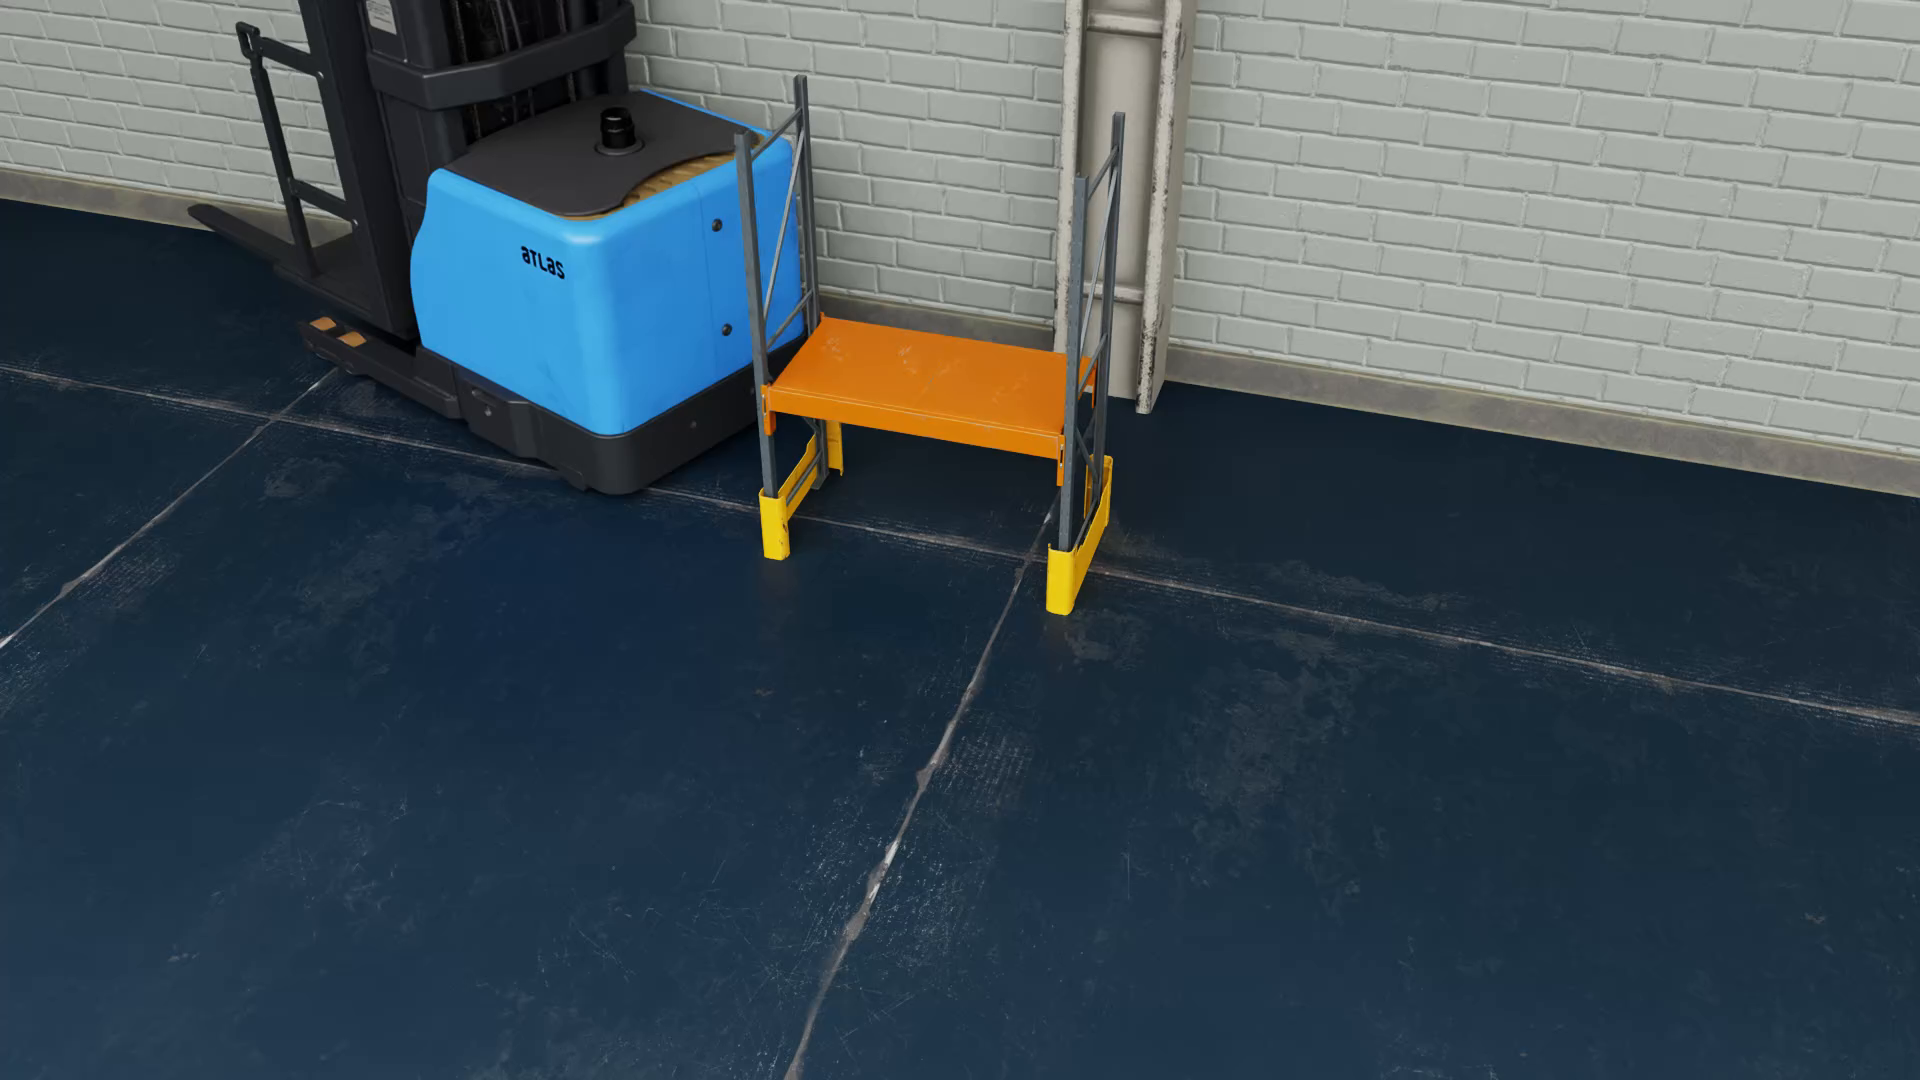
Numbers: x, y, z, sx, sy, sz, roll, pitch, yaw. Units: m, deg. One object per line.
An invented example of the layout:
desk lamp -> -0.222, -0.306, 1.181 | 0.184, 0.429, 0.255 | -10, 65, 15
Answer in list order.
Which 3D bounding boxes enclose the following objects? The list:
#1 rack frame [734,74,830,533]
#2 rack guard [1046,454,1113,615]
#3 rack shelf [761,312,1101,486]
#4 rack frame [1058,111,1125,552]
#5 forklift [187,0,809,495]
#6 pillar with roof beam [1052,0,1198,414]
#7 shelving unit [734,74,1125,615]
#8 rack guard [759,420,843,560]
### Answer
rack frame -> -0.567, -0.709, 5.448 | 0.032, 1.500, 0.500 | 10, 38, 14
rack guard -> 0.403, -0.026, 5.575 | 0.087, 0.250, 0.587 | 10, 38, 14
rack shelf -> -0.081, -0.474, 5.433 | 1.000, 0.185, 0.538 | 10, 38, 14
rack frame -> 0.404, -0.529, 5.204 | 0.032, 1.500, 0.500 | 10, 38, 14
forklift -> -2.041, -2.061, 6.077 | 3.031, 2.935, 1.130 | 26, 43, 30
pillar with roof beam -> -0.697, -1.794, 0.596 | 0.400, 9.000, 9.100 | 10, 38, 14
shelving unit -> -0.073, -0.618, 5.324 | 1.083, 1.500, 0.587 | 10, 38, 14
rack guard -> -0.548, -0.202, 5.814 | 0.087, 0.250, 0.587 | 10, 38, 14
